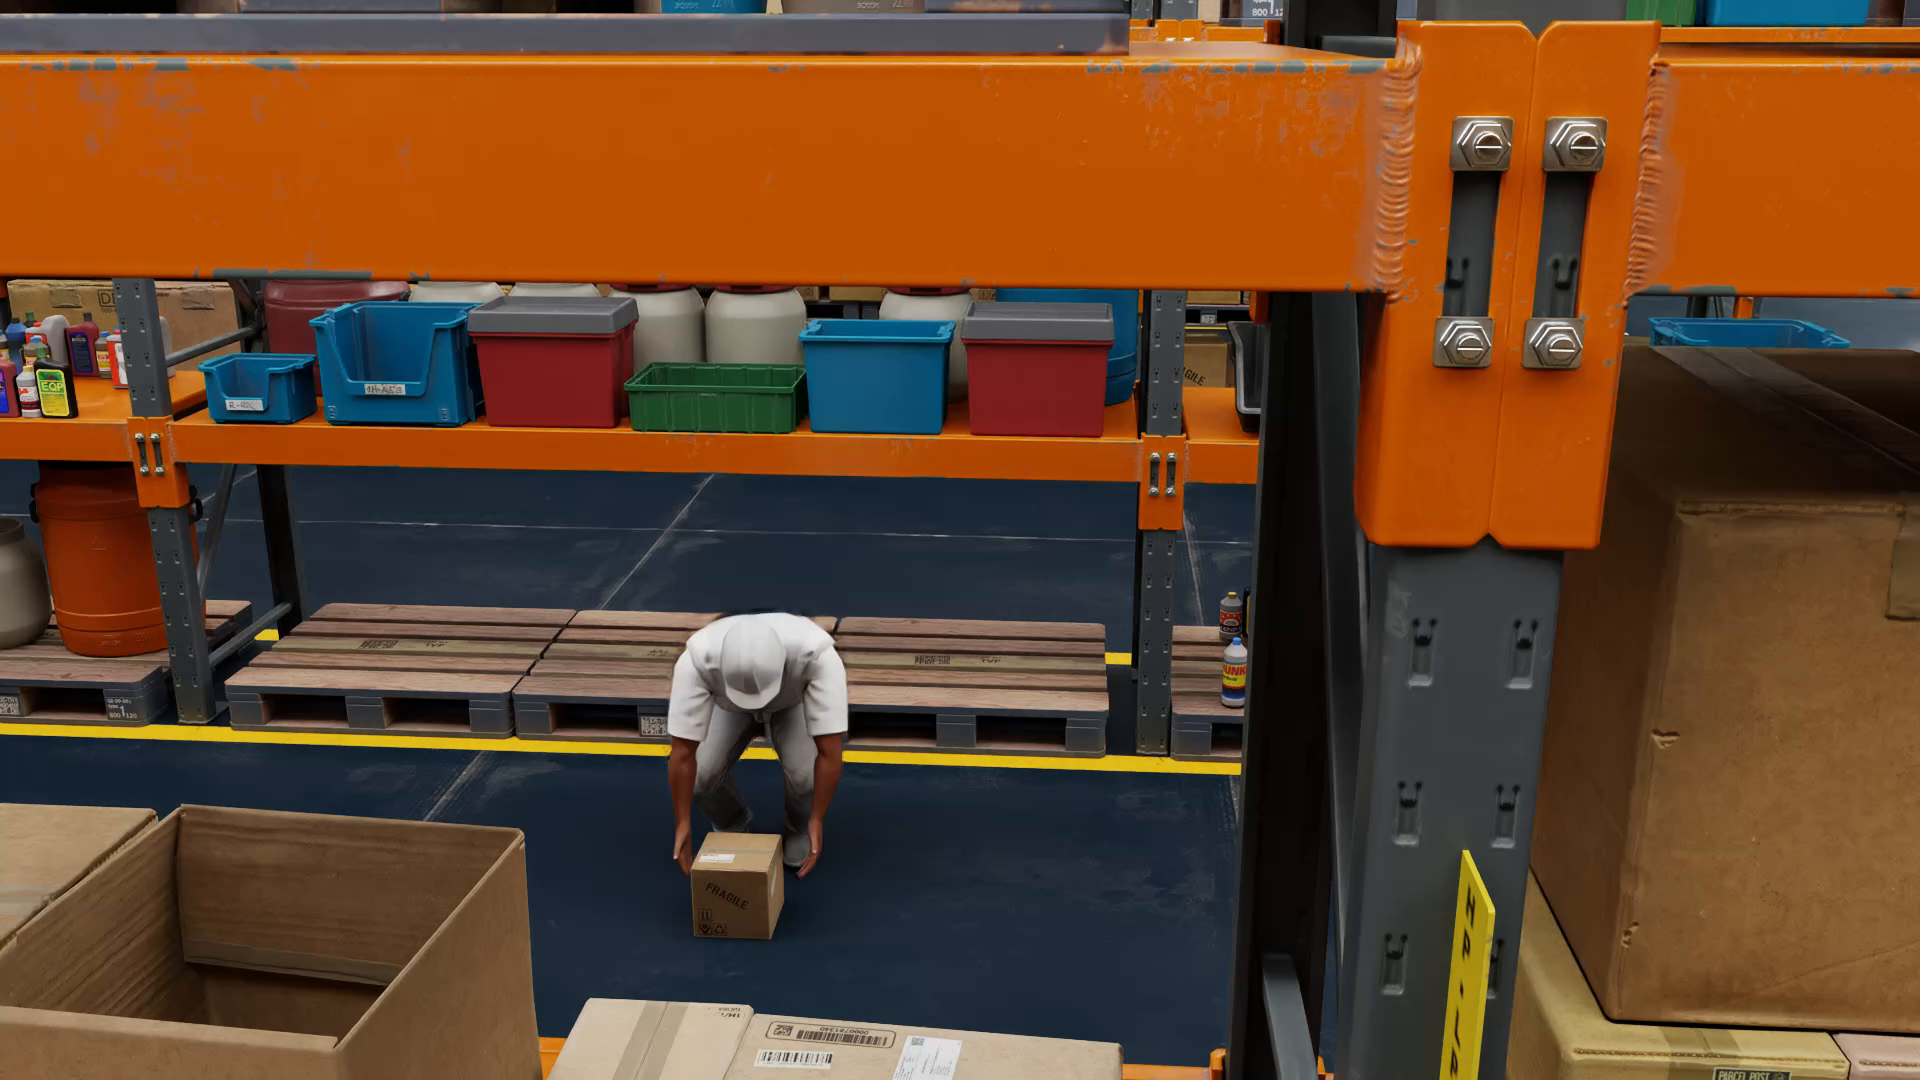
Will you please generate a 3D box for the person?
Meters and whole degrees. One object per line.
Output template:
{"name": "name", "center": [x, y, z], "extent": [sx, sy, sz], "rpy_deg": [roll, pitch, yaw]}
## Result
{"name": "person", "center": [-0.655, 0.648, 5.665], "extent": [0.593, 1.039, 0.884], "rpy_deg": [1, 17, 4]}
